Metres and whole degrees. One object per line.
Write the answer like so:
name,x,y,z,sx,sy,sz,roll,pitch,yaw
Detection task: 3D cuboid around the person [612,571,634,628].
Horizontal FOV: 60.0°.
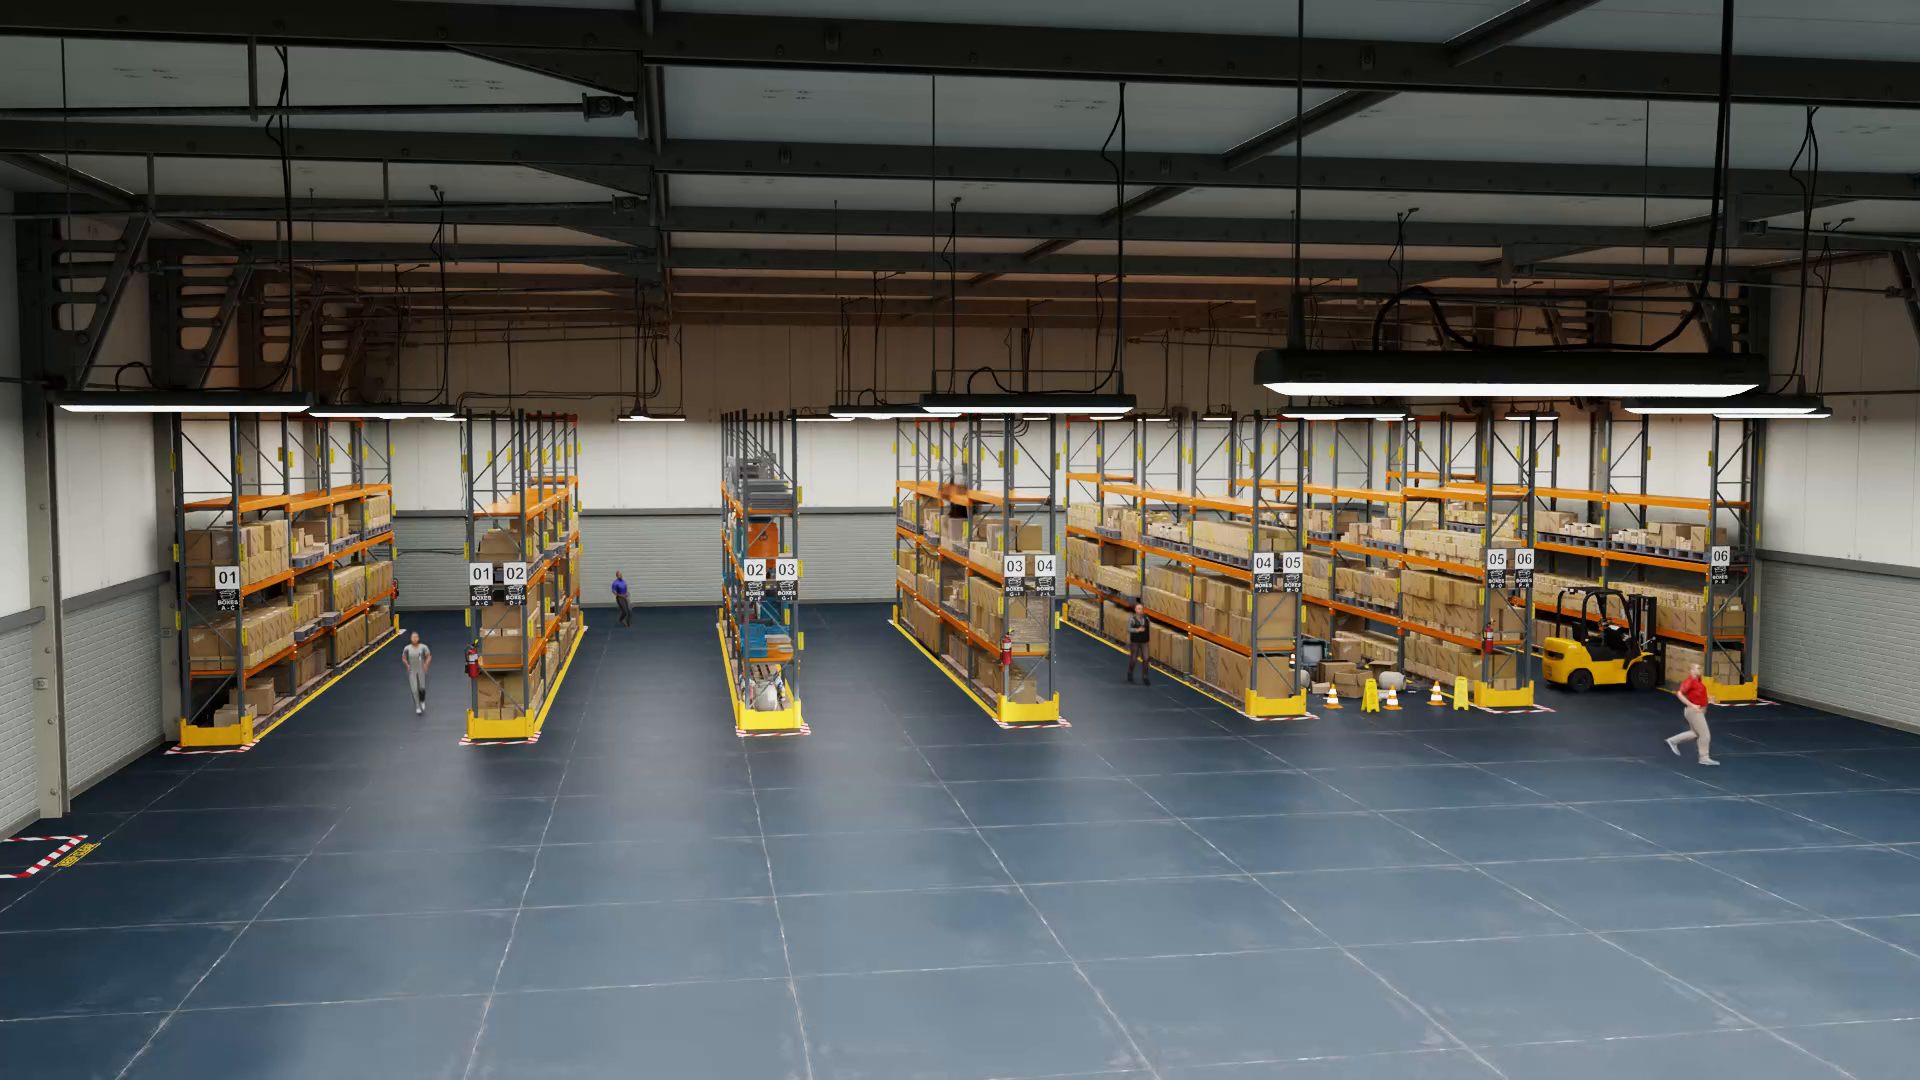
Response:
person,-9.527,1.693,46.679,0.640,1.658,0.616,3,5,39

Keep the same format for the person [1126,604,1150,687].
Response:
person,3.923,2.298,36.622,0.658,1.778,0.828,-1,4,-16

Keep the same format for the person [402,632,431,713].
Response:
person,-10.706,2.616,32.763,0.539,1.626,0.527,-1,4,-16

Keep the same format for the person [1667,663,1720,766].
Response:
person,12.378,2.915,28.035,0.865,1.694,0.676,3,5,37
